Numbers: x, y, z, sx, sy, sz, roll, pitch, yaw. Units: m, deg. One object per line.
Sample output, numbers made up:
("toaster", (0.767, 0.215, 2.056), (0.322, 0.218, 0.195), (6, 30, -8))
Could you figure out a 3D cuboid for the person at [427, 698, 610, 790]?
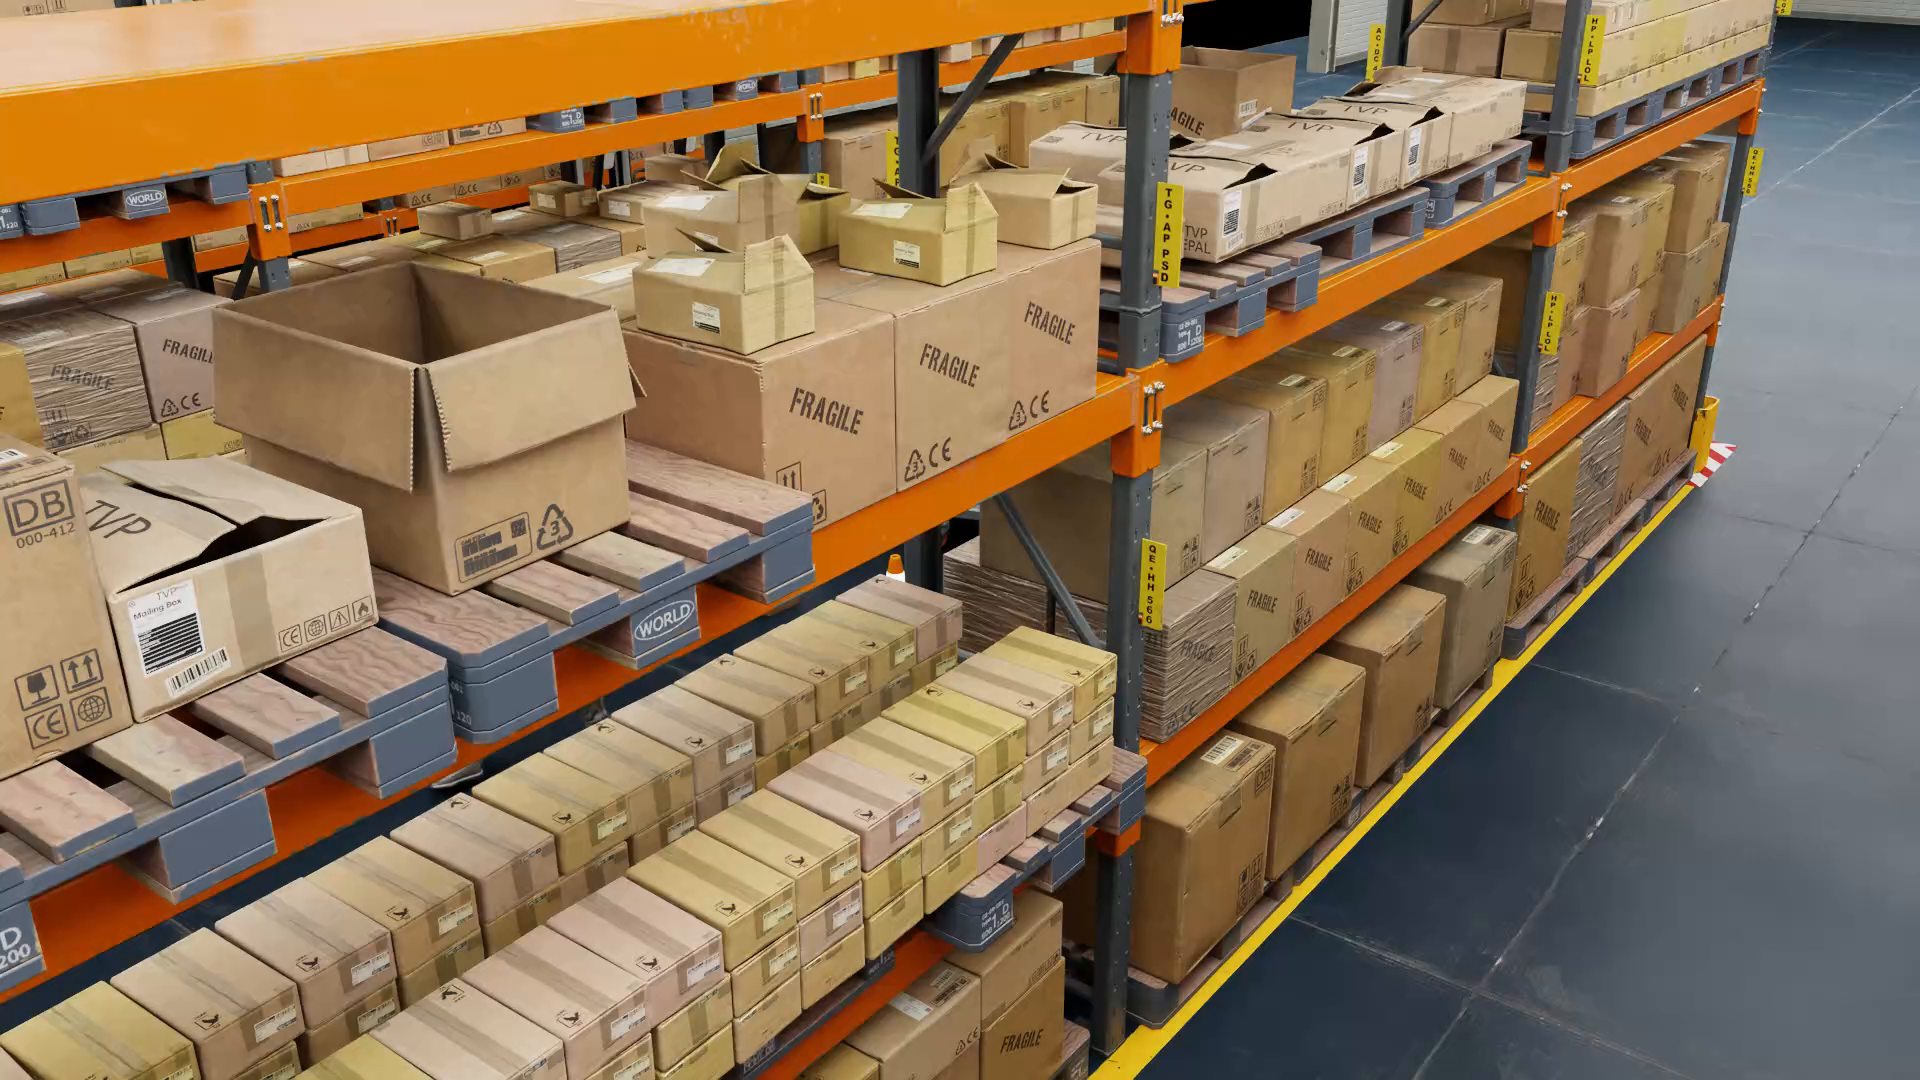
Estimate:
("person", (-2.199, 0.396, 8.120), (0.521, 1.634, 0.981), (21, 31, 39))
